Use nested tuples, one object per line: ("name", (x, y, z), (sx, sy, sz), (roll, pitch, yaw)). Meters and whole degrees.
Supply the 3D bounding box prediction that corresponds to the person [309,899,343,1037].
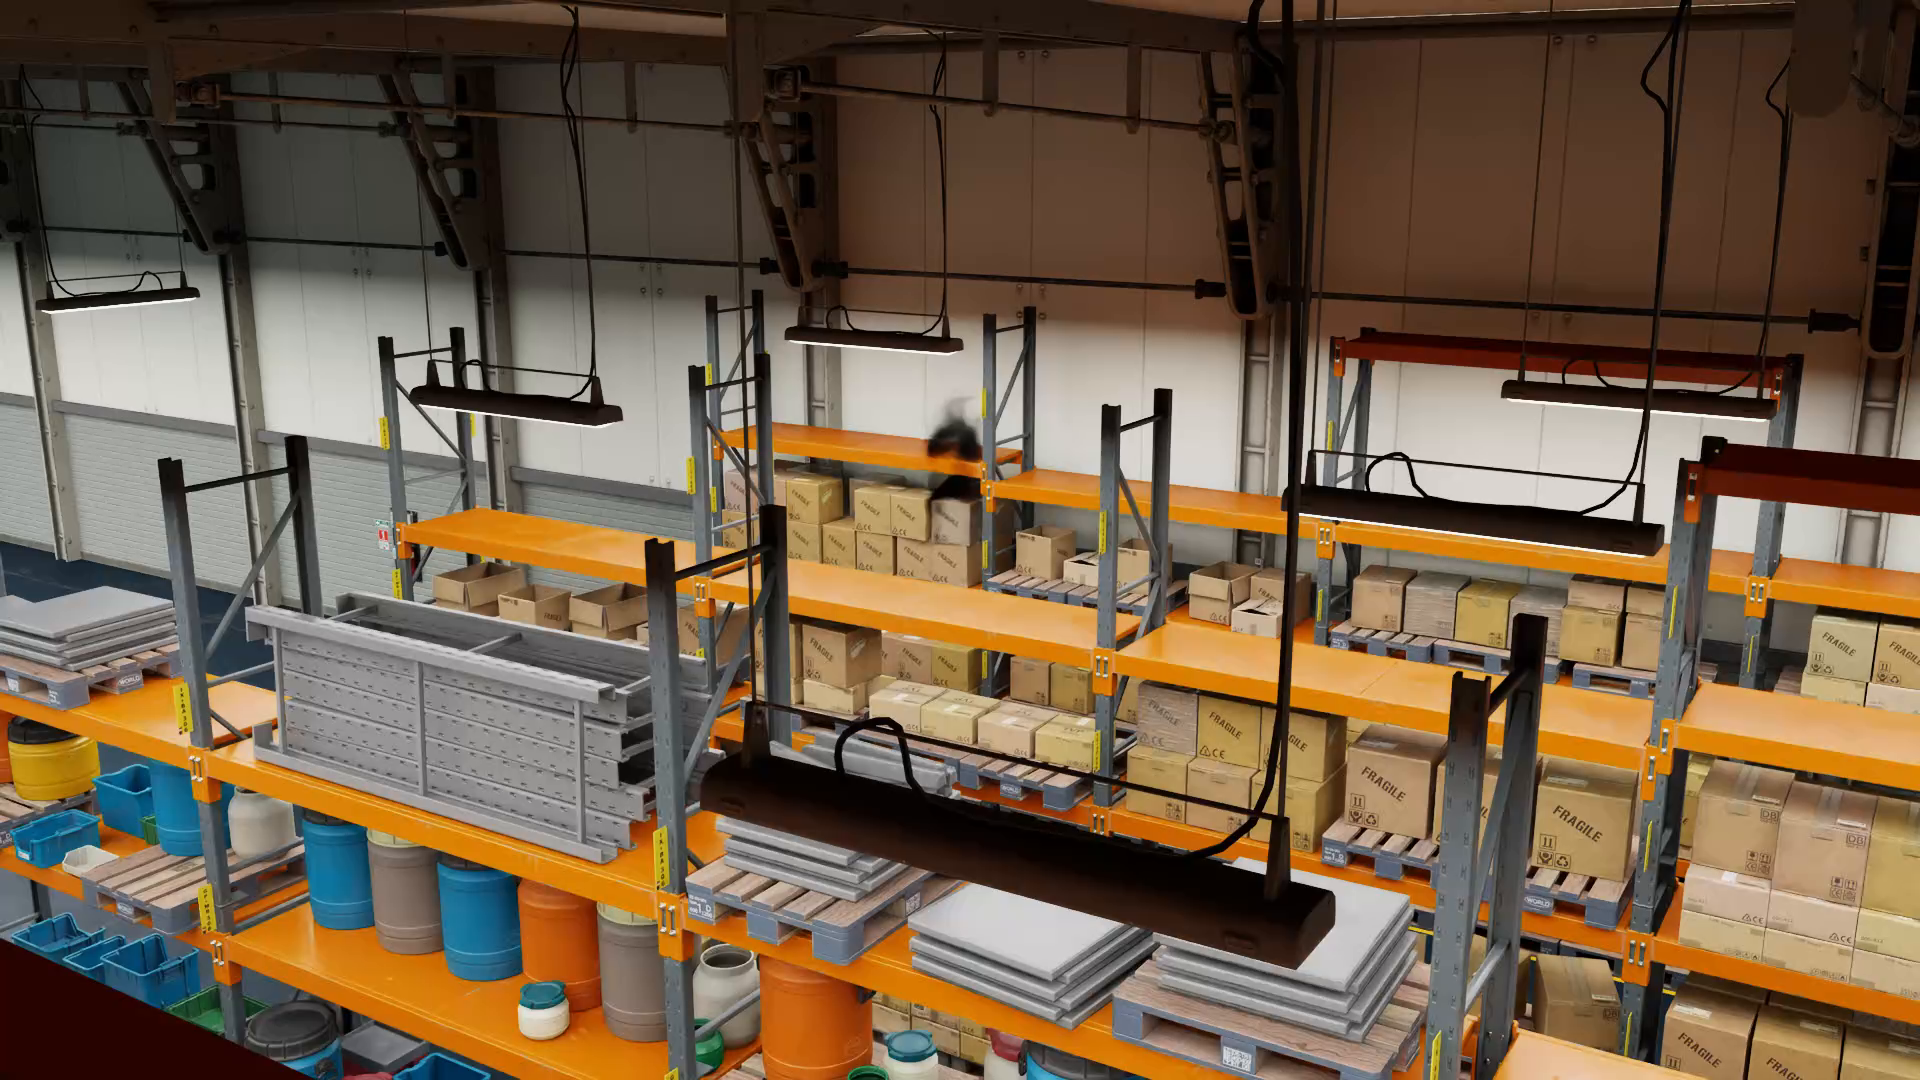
("person", (-5.592, 3.763, 14.633), (0.781, 1.692, 0.549), (5, 15, 19))
